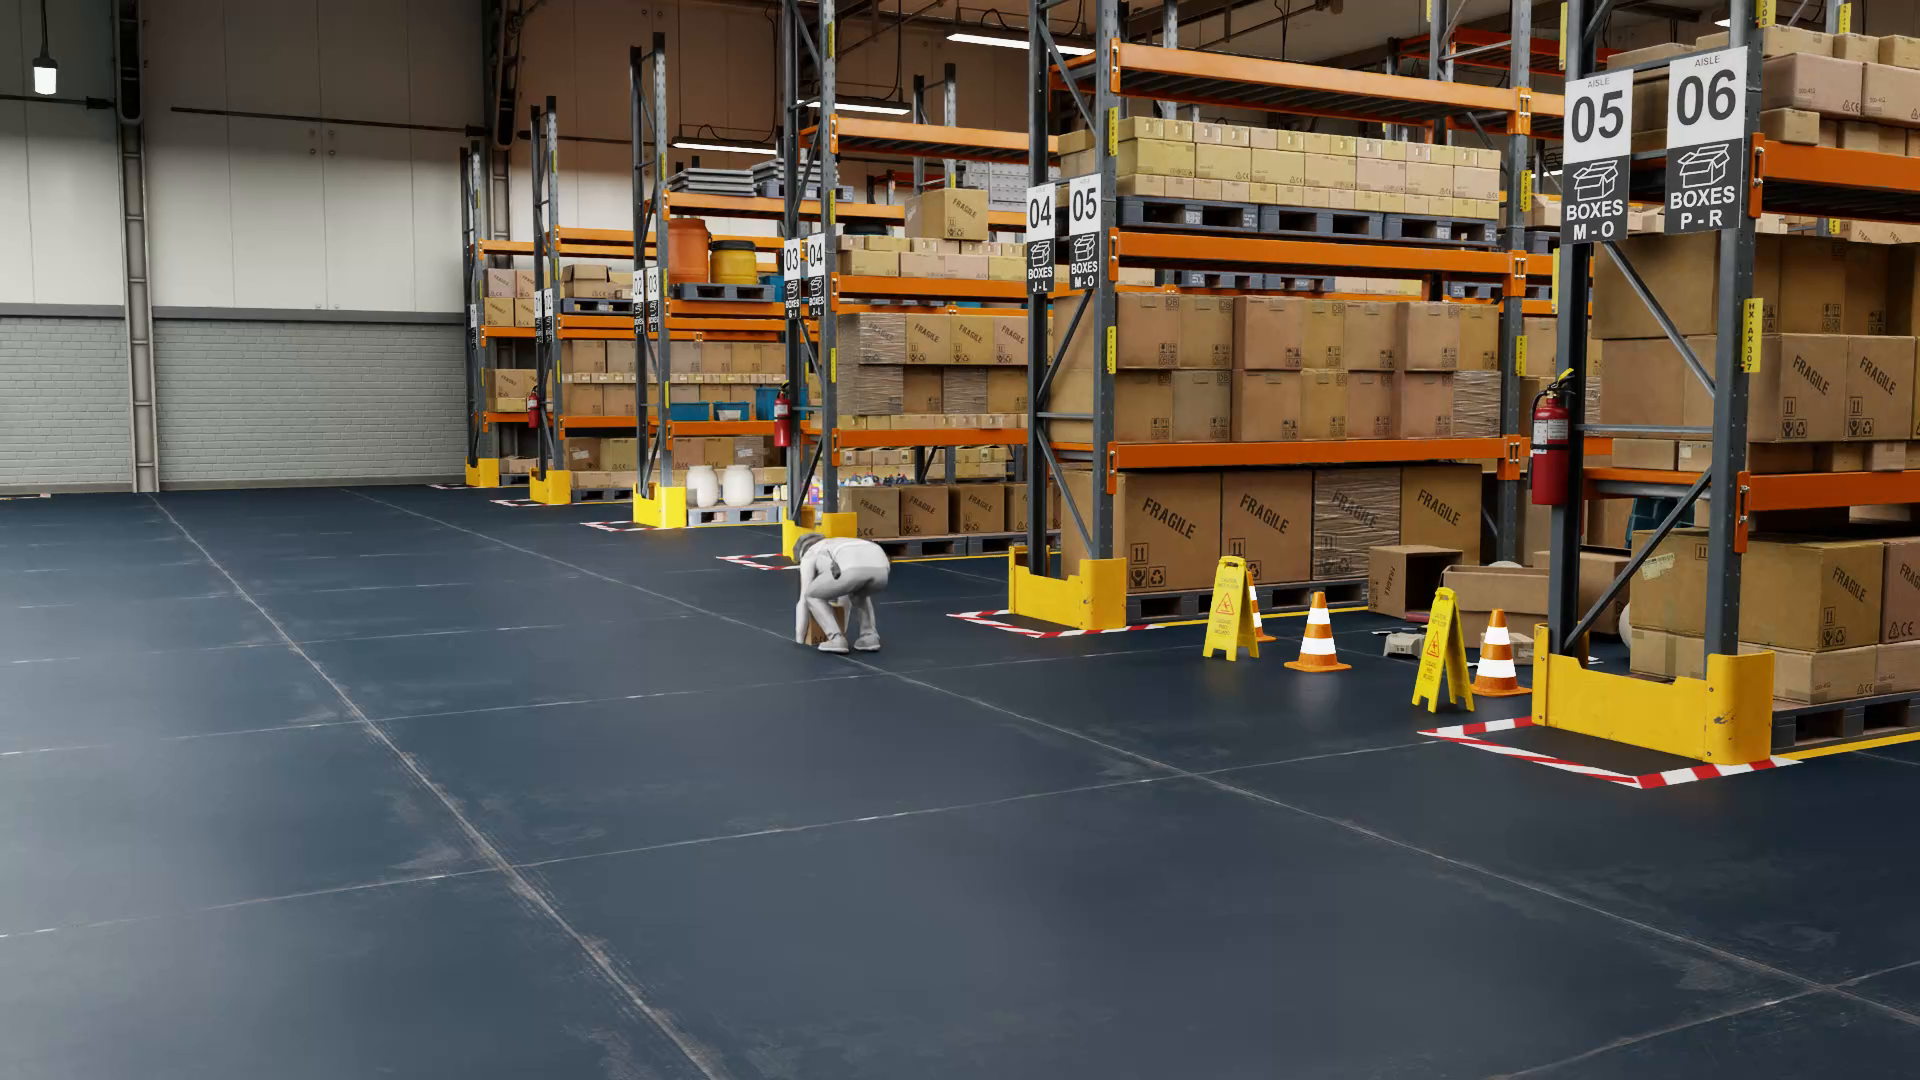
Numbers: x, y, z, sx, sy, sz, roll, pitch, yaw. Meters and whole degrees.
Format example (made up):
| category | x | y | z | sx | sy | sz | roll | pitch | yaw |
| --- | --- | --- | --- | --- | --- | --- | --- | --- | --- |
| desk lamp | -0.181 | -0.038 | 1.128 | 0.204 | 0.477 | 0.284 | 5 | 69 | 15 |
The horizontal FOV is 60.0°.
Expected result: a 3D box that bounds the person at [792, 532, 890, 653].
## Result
| category | x | y | z | sx | sy | sz | roll | pitch | yaw |
| --- | --- | --- | --- | --- | --- | --- | --- | --- | --- |
| person | -0.800 | 0.350 | 10.945 | 0.456 | 0.758 | 0.915 | -3 | 6 | -30 |
